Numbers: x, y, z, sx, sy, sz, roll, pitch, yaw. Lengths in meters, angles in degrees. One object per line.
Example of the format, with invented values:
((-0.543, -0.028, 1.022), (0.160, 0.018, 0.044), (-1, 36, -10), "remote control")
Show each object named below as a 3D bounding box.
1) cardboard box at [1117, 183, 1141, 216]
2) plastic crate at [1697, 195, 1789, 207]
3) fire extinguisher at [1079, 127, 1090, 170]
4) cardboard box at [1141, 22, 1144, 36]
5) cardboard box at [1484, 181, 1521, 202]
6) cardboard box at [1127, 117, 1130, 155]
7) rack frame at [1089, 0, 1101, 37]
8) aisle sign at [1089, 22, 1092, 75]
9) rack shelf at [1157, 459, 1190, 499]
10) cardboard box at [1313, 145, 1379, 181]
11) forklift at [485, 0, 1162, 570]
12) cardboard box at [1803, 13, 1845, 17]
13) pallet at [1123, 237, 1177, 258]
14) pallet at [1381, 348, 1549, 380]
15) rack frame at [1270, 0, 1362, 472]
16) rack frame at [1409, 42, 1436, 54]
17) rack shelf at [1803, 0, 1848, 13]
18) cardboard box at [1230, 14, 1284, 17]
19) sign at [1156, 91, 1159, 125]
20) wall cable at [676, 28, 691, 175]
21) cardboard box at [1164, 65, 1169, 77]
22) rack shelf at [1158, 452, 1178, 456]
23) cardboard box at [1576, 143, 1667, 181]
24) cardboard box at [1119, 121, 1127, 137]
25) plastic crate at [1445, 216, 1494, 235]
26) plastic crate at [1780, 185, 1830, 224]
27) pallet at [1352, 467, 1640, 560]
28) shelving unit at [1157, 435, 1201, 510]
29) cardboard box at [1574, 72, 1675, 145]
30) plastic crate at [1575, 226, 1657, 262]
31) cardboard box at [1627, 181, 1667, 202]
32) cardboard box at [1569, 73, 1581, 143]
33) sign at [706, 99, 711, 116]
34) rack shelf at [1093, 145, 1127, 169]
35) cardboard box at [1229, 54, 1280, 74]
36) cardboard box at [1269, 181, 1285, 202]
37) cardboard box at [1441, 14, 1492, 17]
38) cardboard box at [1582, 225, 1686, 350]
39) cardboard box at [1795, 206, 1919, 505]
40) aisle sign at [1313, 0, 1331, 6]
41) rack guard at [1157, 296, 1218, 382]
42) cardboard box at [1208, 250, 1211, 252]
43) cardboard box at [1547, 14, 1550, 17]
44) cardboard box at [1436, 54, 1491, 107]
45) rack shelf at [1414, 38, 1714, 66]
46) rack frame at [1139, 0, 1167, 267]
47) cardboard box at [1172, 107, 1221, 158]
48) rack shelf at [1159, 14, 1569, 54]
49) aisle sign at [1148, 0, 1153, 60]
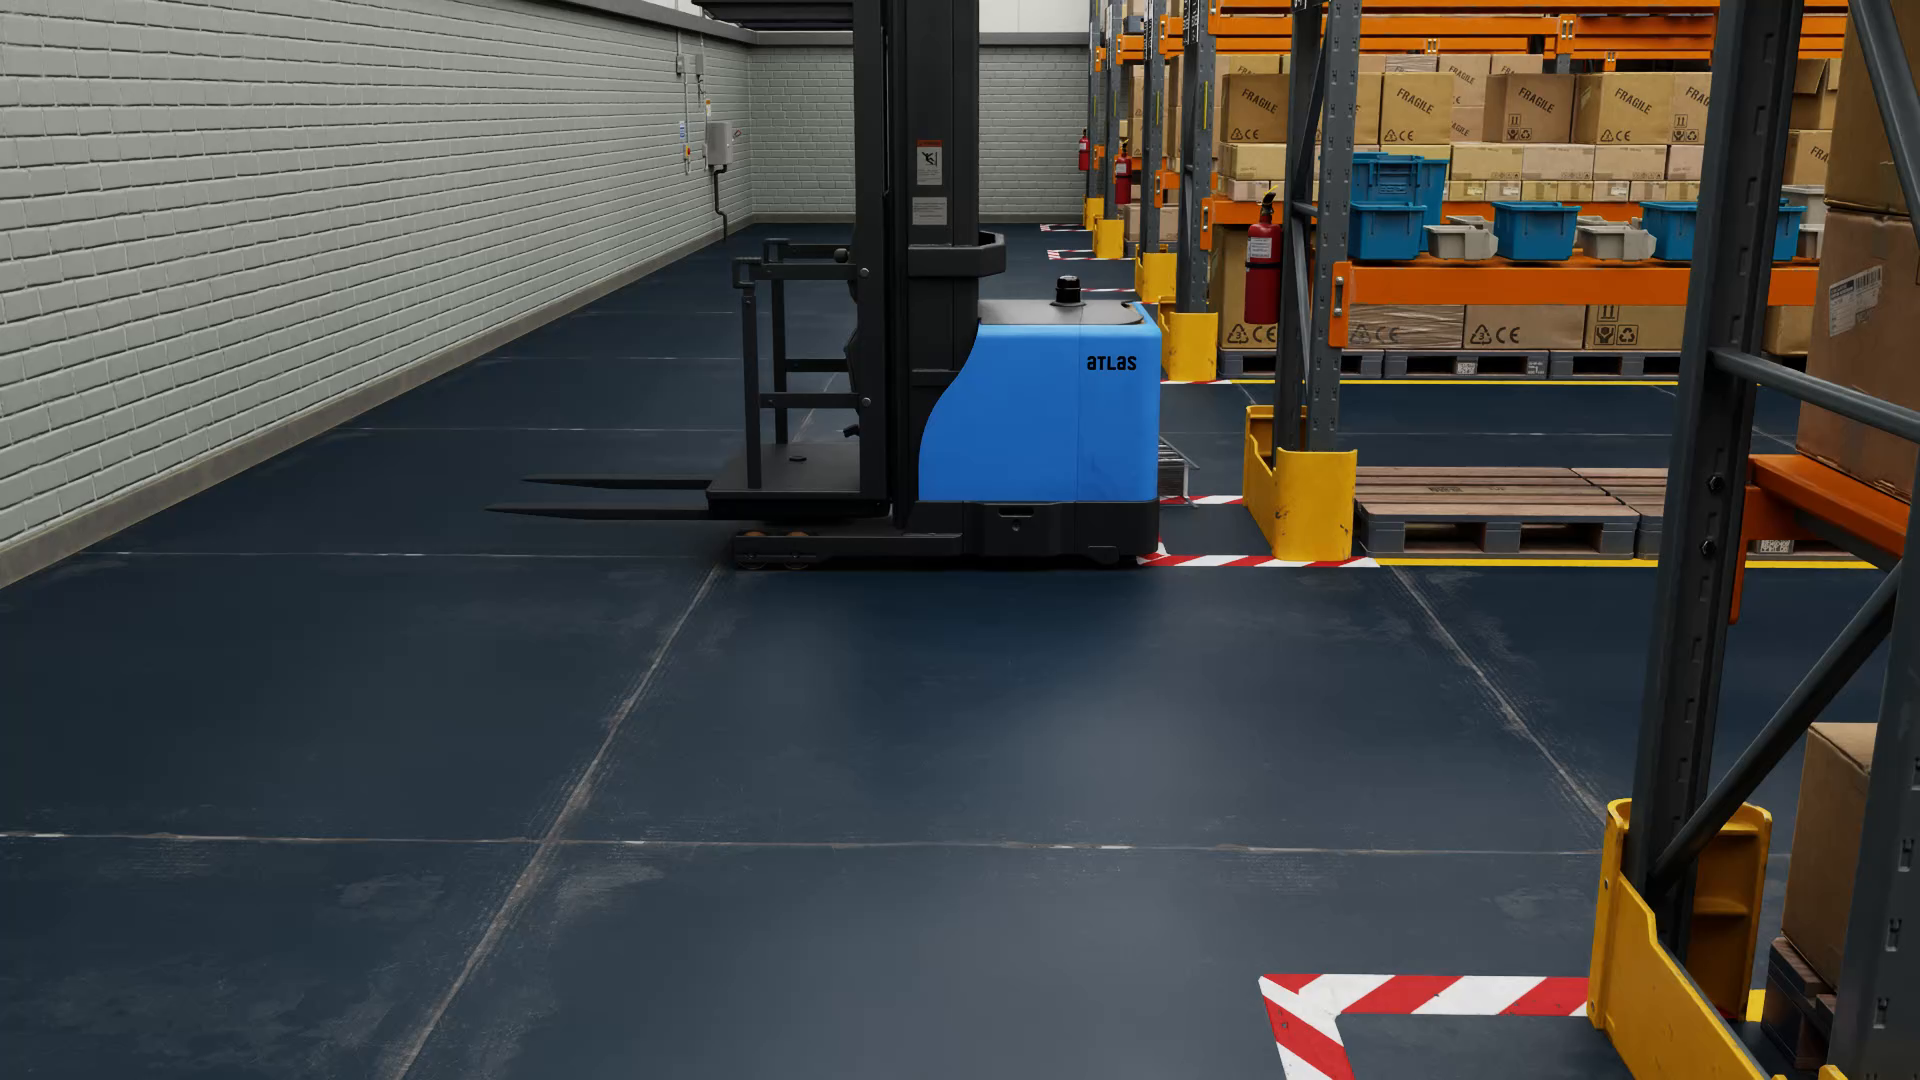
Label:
((2.745, -5.529, 26.989), (0.637, 0.503, 0.797), (0, 15, -1), "cardboard box")
((3.693, -1.505, 7.877), (0.300, 0.233, 0.416), (0, 15, 1), "plastic crate")
((1.977, -6.227, 26.445), (0.183, 0.674, 0.296), (0, 15, 1), "fire extinguisher")
((3.081, -8.013, 26.161), (0.500, 0.250, 0.500), (1, 15, 2), "cardboard box")
((3.906, -2.550, 12.116), (0.250, 0.149, 0.380), (1, 15, 2), "cardboard box")
((2.502, -5.408, 22.264), (0.500, 0.500, 0.500), (0, 15, 2), "cardboard box")
((2.136, -9.462, 26.065), (0.127, 3.000, 1.000), (0, 15, 1), "rack frame")
((2.060, -7.744, 26.217), (0.004, 0.787, 0.394), (0, 15, 1), "aisle sign")
((1.064, -0.317, 8.620), (0.258, 0.200, 0.077), (-2, 15, -7), "rack shelf")
((2.752, -2.766, 12.155), (0.500, 0.250, 0.500), (0, 15, 1), "cardboard box")
((-0.626, -1.420, 7.476), (3.031, 2.935, 1.130), (0, 15, 1), "forklift")
((8.408, -5.422, 16.437), (0.500, 0.500, 0.500), (0, 15, 1), "cardboard box")
((2.814, -3.962, 22.444), (1.213, 0.211, 1.003), (0, 15, 1), "pallet")
((3.778, -1.426, 12.832), (1.213, 0.211, 1.003), (0, 15, 1), "pallet")
((1.633, -1.505, 7.666), (0.127, 3.000, 1.000), (0, 15, 1), "rack frame")
((6.012, -5.270, 21.934), (0.127, 3.000, 1.000), (0, 15, 1), "rack frame")
((7.758, -3.832, 12.014), (4.000, 0.370, 1.077), (0, 15, 1), "rack shelf")
((2.956, -5.338, 16.606), (0.500, 0.250, 0.500), (1, 15, 3), "cardboard box")
((1.974, -4.313, 16.610), (0.005, 0.325, 0.100), (0, 15, 1), "sign")
((-3.625, -5.833, 22.015), (0.123, 1.953, 0.585), (0, 15, 1), "wall cable")
((2.624, -6.085, 21.595), (0.250, 0.149, 0.380), (1, 15, 3), "cardboard box")
((1.042, -0.363, 8.792), (0.258, 0.200, 0.077), (-2, 15, -7), "rack shelf")
((4.793, -2.752, 12.103), (0.500, 0.250, 0.500), (1, 15, 3), "cardboard box")
((2.583, -6.561, 26.540), (0.500, 0.250, 0.500), (0, 15, 2), "cardboard box")
((2.453, -1.448, 7.847), (0.243, 0.136, 0.396), (0, 15, 1), "plastic crate")
((4.110, -1.508, 7.790), (0.530, 0.282, 0.437), (0, 15, 1), "plastic crate")
((2.457, -0.142, 7.964), (1.213, 0.211, 1.003), (0, 15, 1), "pallet")
((1.038, -0.371, 8.824), (0.258, 0.210, 0.900), (-2, 15, -7), "shelving unit")
((4.791, -3.115, 12.009), (0.500, 0.500, 0.500), (1, 15, 2), "cardboard box")
((2.868, -1.294, 7.263), (0.298, 0.136, 0.250), (0, 15, 1), "plastic crate")
((4.931, -2.543, 12.090), (0.250, 0.149, 0.380), (0, 15, 0), "cardboard box")
((4.794, -3.250, 12.519), (0.500, 0.500, 0.500), (0, 15, 1), "cardboard box")
((-3.634, -6.248, 24.022), (0.001, 0.242, 0.339), (0, 15, 1), "sign")
((4.135, -6.201, 26.873), (4.000, 0.370, 1.077), (0, 15, 1), "rack shelf")
((2.934, -4.636, 16.793), (0.500, 0.500, 0.500), (1, 15, 3), "cardboard box")
((2.363, -2.559, 12.153), (0.250, 0.149, 0.380), (0, 15, 1), "cardboard box")
((4.990, -5.325, 16.558), (0.500, 0.250, 0.500), (0, 15, 1), "cardboard box")
((5.101, -1.943, 12.666), (0.875, 0.875, 0.875), (0, 15, 1), "cardboard box")
((1.958, -0.357, 3.117), (0.500, 0.500, 0.500), (1, 15, 3), "cardboard box")
((1.554, -2.687, 7.049), (0.004, 0.787, 0.394), (0, 15, 1), "aisle sign")
((1.736, -1.560, 12.773), (0.348, 0.500, 1.175), (0, 15, 1), "rack guard")
((2.503, -3.055, 17.138), (0.250, 0.149, 0.380), (0, 15, -1), "cardboard box")
((9.255, -8.168, 25.969), (0.250, 0.149, 0.380), (0, 15, 0), "cardboard box")
((4.992, -4.618, 16.726), (0.500, 0.500, 0.500), (0, 15, 0), "cardboard box")
((8.011, -6.359, 21.593), (4.000, 0.370, 1.077), (0, 15, 1), "rack shelf")
((1.987, -4.033, 17.245), (0.127, 3.000, 1.000), (0, 15, 1), "rack frame")
((2.429, -4.152, 16.916), (0.500, 0.500, 0.500), (1, 15, 4), "cardboard box")
((3.987, -5.122, 16.905), (4.000, 0.370, 1.077), (0, 15, 1), "rack shelf")
((1.907, -5.214, 16.625), (0.004, 0.787, 0.394), (0, 15, 1), "aisle sign")
